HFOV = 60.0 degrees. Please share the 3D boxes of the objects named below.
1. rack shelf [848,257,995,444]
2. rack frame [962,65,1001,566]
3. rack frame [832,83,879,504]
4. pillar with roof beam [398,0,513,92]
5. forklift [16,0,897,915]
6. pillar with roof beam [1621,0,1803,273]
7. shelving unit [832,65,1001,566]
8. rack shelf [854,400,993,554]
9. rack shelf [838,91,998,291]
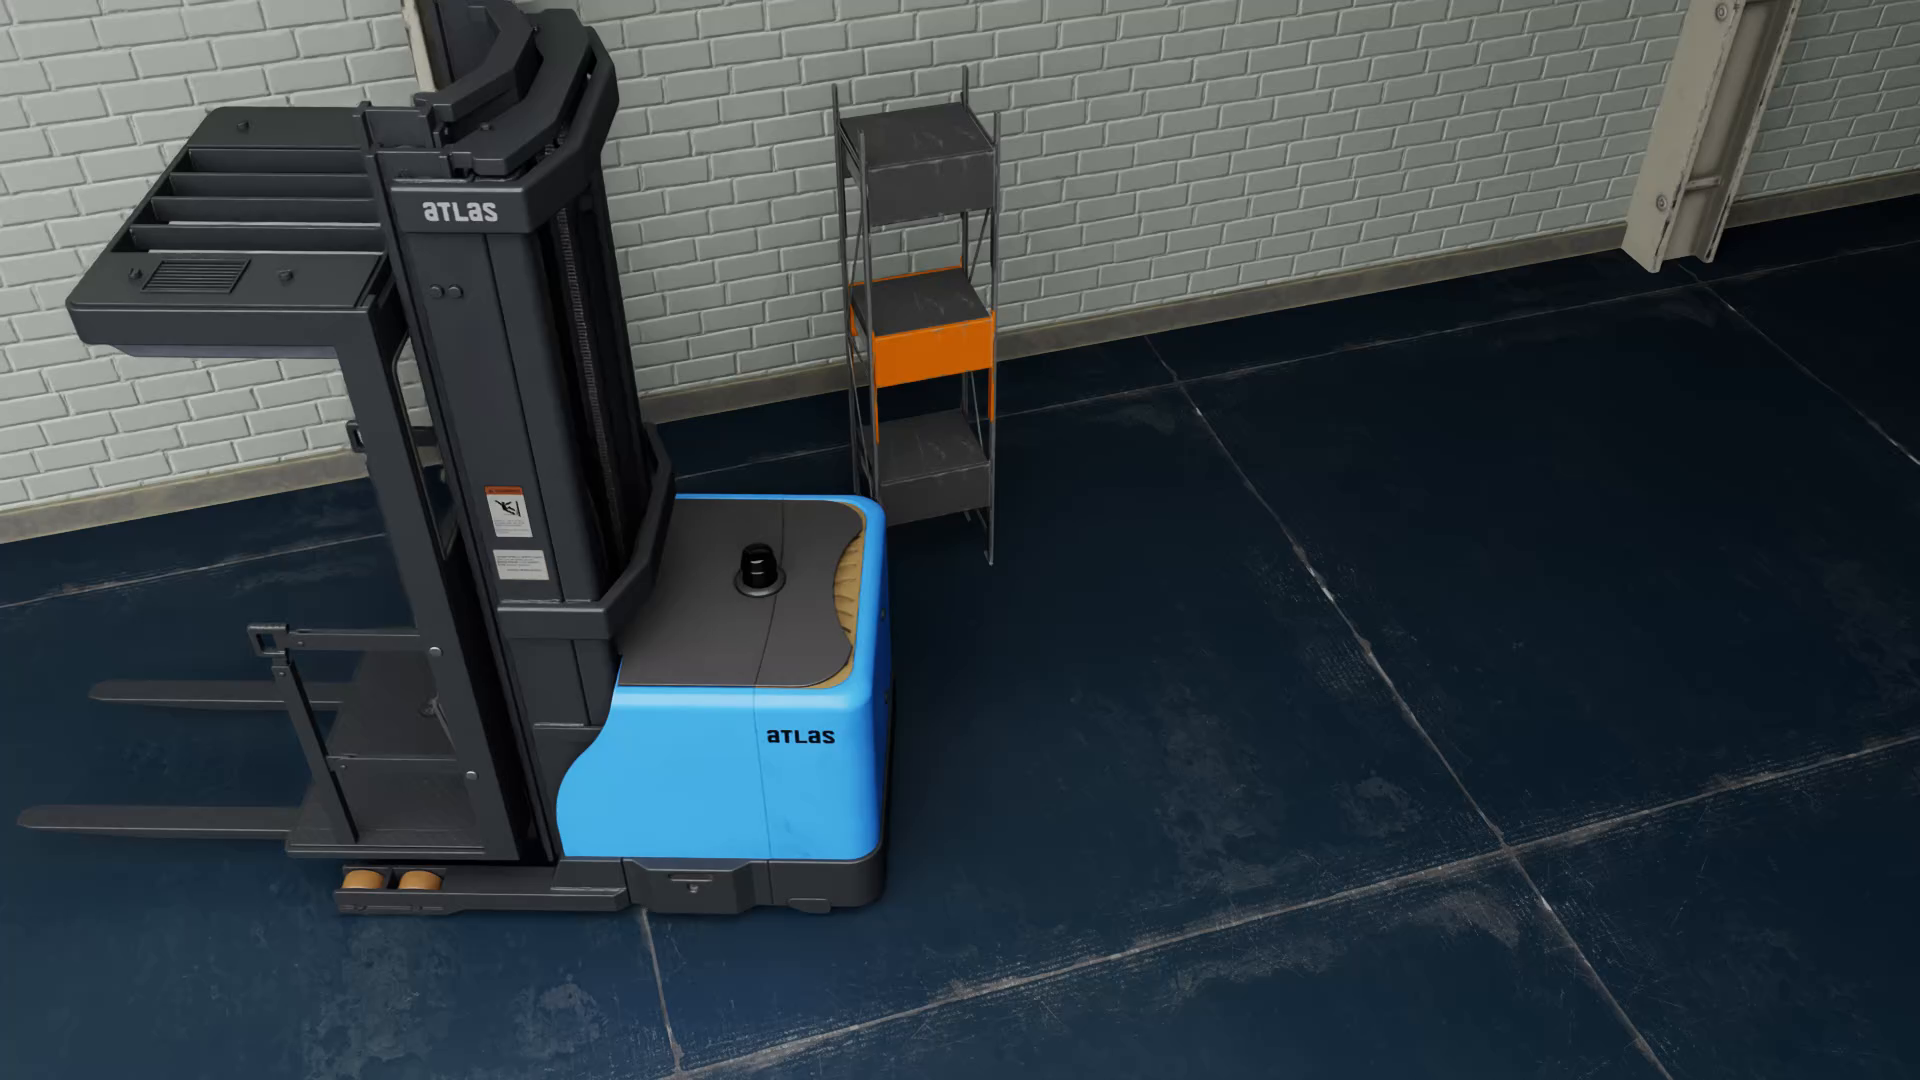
[{"bbox_3d":[-0.158,-0.748,6.531,0.480,0.518,0.431,-12,42,-13],"label":"rack shelf"},{"bbox_3d":[0.075,-0.806,6.577,0.015,2.100,0.400,-12,42,-13],"label":"rack frame"},{"bbox_3d":[-0.391,-0.710,6.467,0.015,2.100,0.400,-12,42,-13],"label":"rack frame"},{"bbox_3d":[-0.597,-1.062,1.626,0.400,9.000,9.100,-12,42,-13],"label":"pillar with roof beam"},{"bbox_3d":[-1.767,-0.152,5.197,3.031,2.935,1.130,1,41,1],"label":"forklift"},{"bbox_3d":[5.126,-2.248,2.983,0.400,9.000,9.100,-12,42,-13],"label":"pillar with roof beam"},{"bbox_3d":[-0.158,-0.758,6.522,0.503,2.100,0.431,-12,42,-13],"label":"shelving unit"},{"bbox_3d":[-0.158,-0.221,6.991,0.480,0.518,0.431,-12,42,-13],"label":"rack shelf"},{"bbox_3d":[-0.158,-1.275,6.070,0.480,0.518,0.431,-12,42,-13],"label":"rack shelf"}]
